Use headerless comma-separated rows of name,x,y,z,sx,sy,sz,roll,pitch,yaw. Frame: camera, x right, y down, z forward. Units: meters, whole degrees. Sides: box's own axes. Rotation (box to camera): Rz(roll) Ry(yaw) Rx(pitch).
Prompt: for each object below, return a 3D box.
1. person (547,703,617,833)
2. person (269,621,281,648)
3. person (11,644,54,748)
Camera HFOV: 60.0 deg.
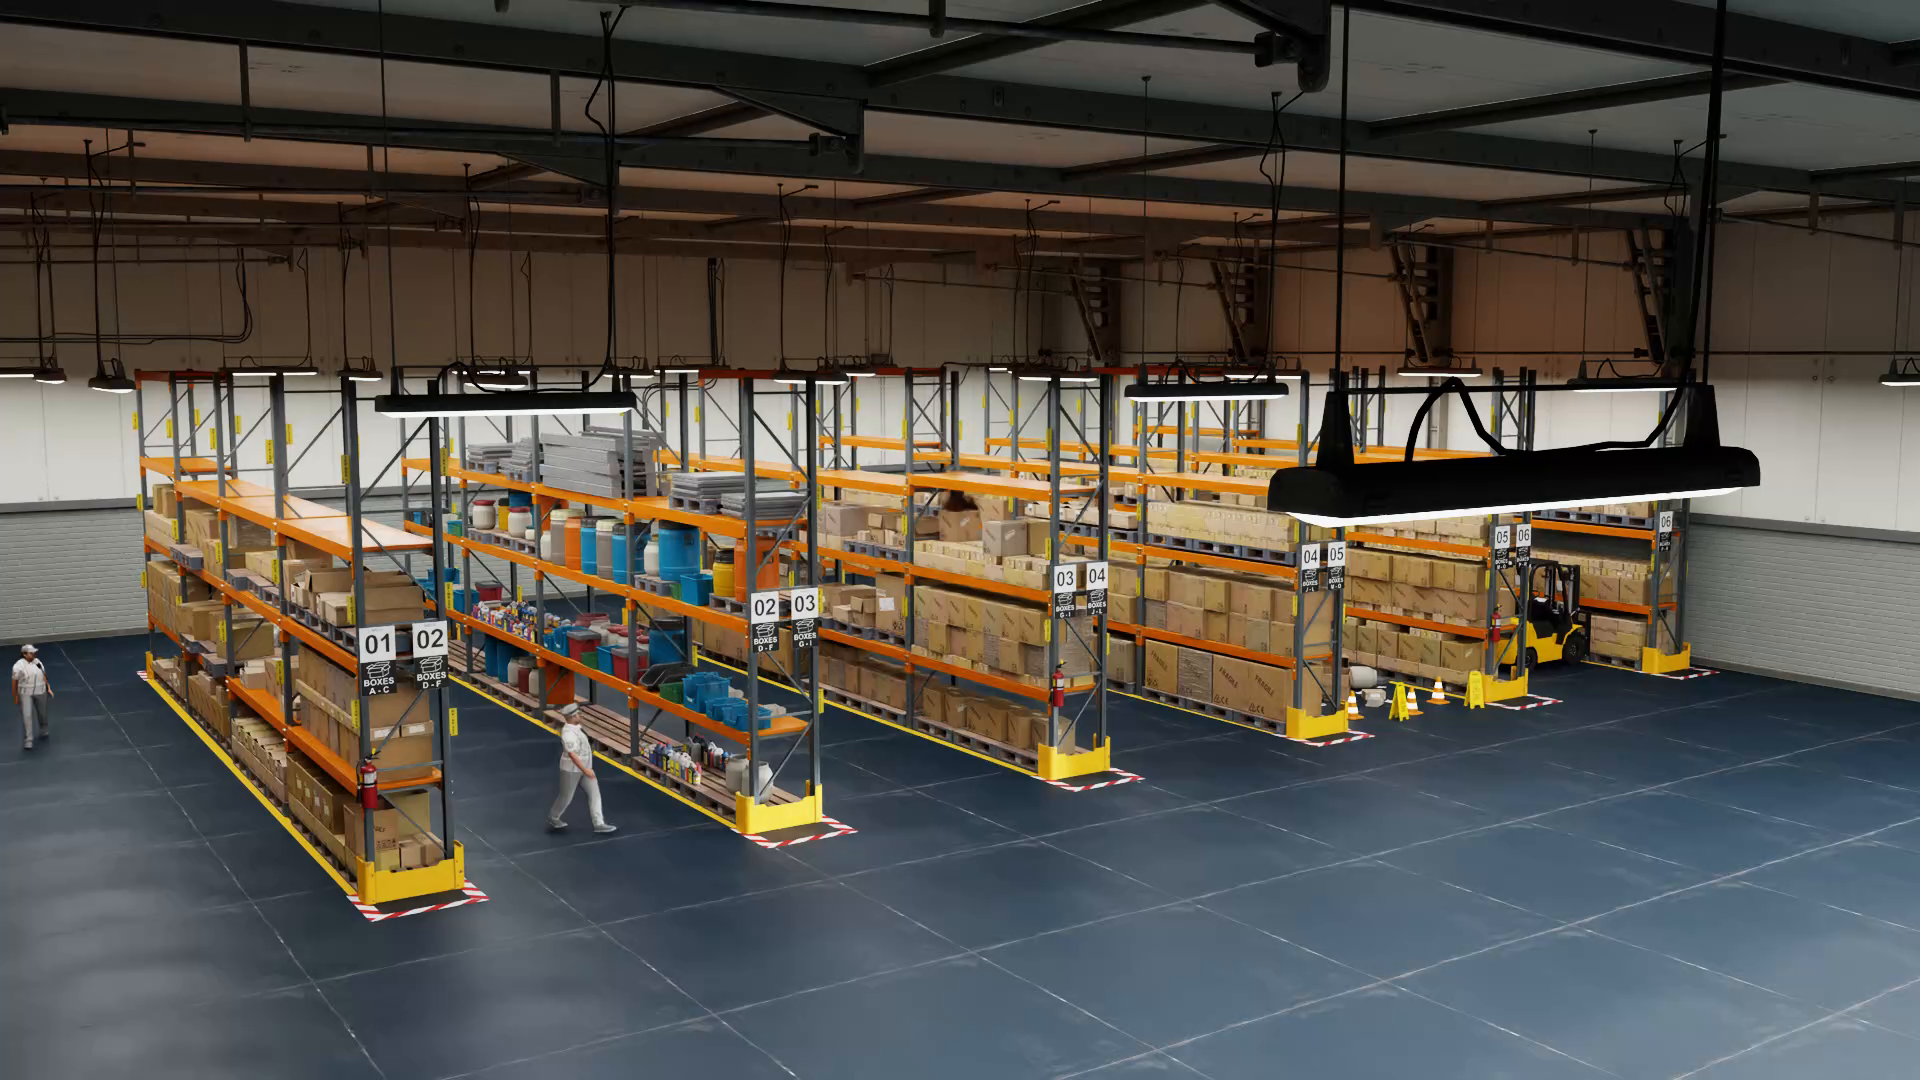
person,-5.033,3.001,21.893,1.019,1.731,0.523,4,7,30
person,-13.265,1.809,32.472,0.531,1.753,0.989,-4,7,-29
person,-15.015,2.484,26.929,0.583,1.615,0.951,-4,7,-30
